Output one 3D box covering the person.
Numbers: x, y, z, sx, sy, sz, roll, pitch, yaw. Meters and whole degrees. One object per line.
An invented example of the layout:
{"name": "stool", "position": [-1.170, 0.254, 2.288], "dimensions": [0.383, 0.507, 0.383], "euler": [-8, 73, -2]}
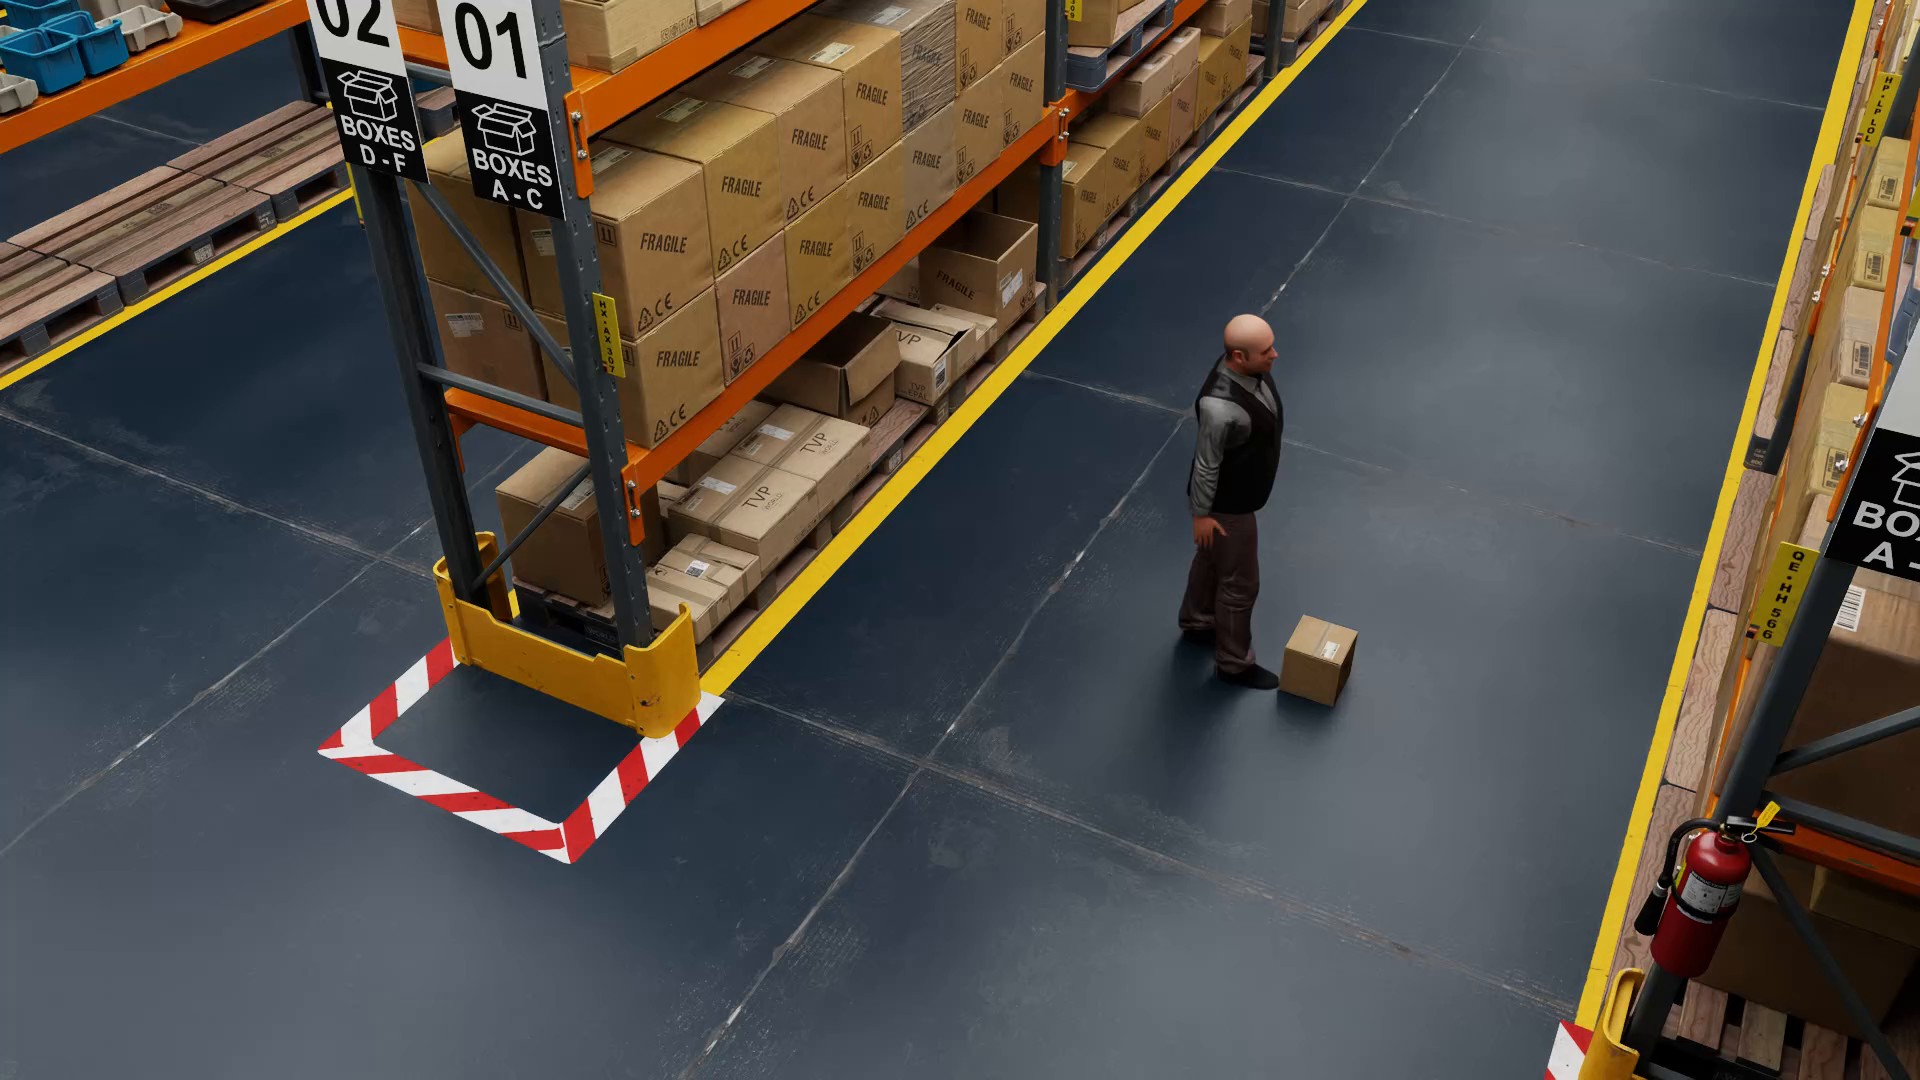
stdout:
{"name": "person", "position": [1.226, -0.178, 7.016], "dimensions": [0.526, 1.755, 0.565], "euler": [11, 39, 14]}
